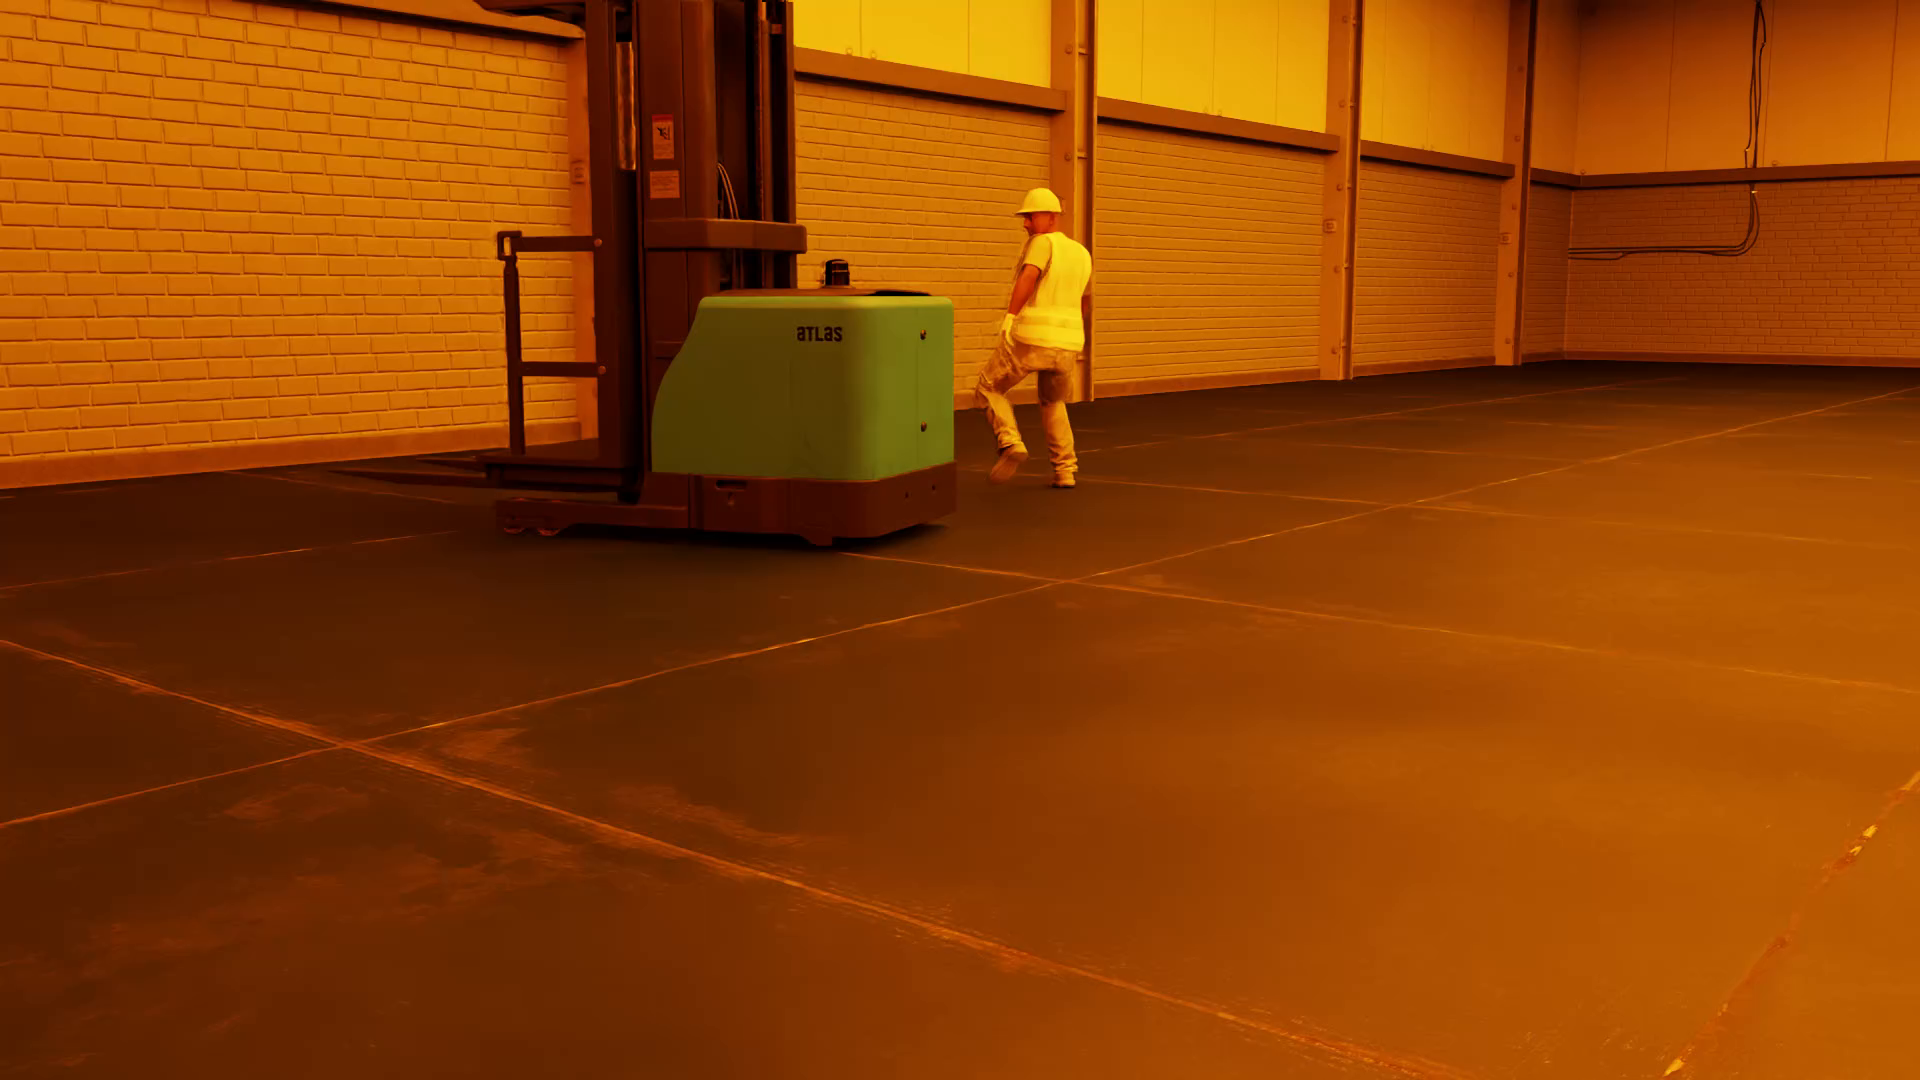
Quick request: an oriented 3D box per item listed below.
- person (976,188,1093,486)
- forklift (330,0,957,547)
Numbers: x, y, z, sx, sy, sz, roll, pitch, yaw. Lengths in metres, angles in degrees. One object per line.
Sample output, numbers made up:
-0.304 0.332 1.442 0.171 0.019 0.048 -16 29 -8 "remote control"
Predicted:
0.426 -1.122 9.334 0.849 1.676 0.625 -6 10 -34 "person"
-1.582 -1.534 7.766 3.031 2.935 1.130 3 9 22 "forklift"
